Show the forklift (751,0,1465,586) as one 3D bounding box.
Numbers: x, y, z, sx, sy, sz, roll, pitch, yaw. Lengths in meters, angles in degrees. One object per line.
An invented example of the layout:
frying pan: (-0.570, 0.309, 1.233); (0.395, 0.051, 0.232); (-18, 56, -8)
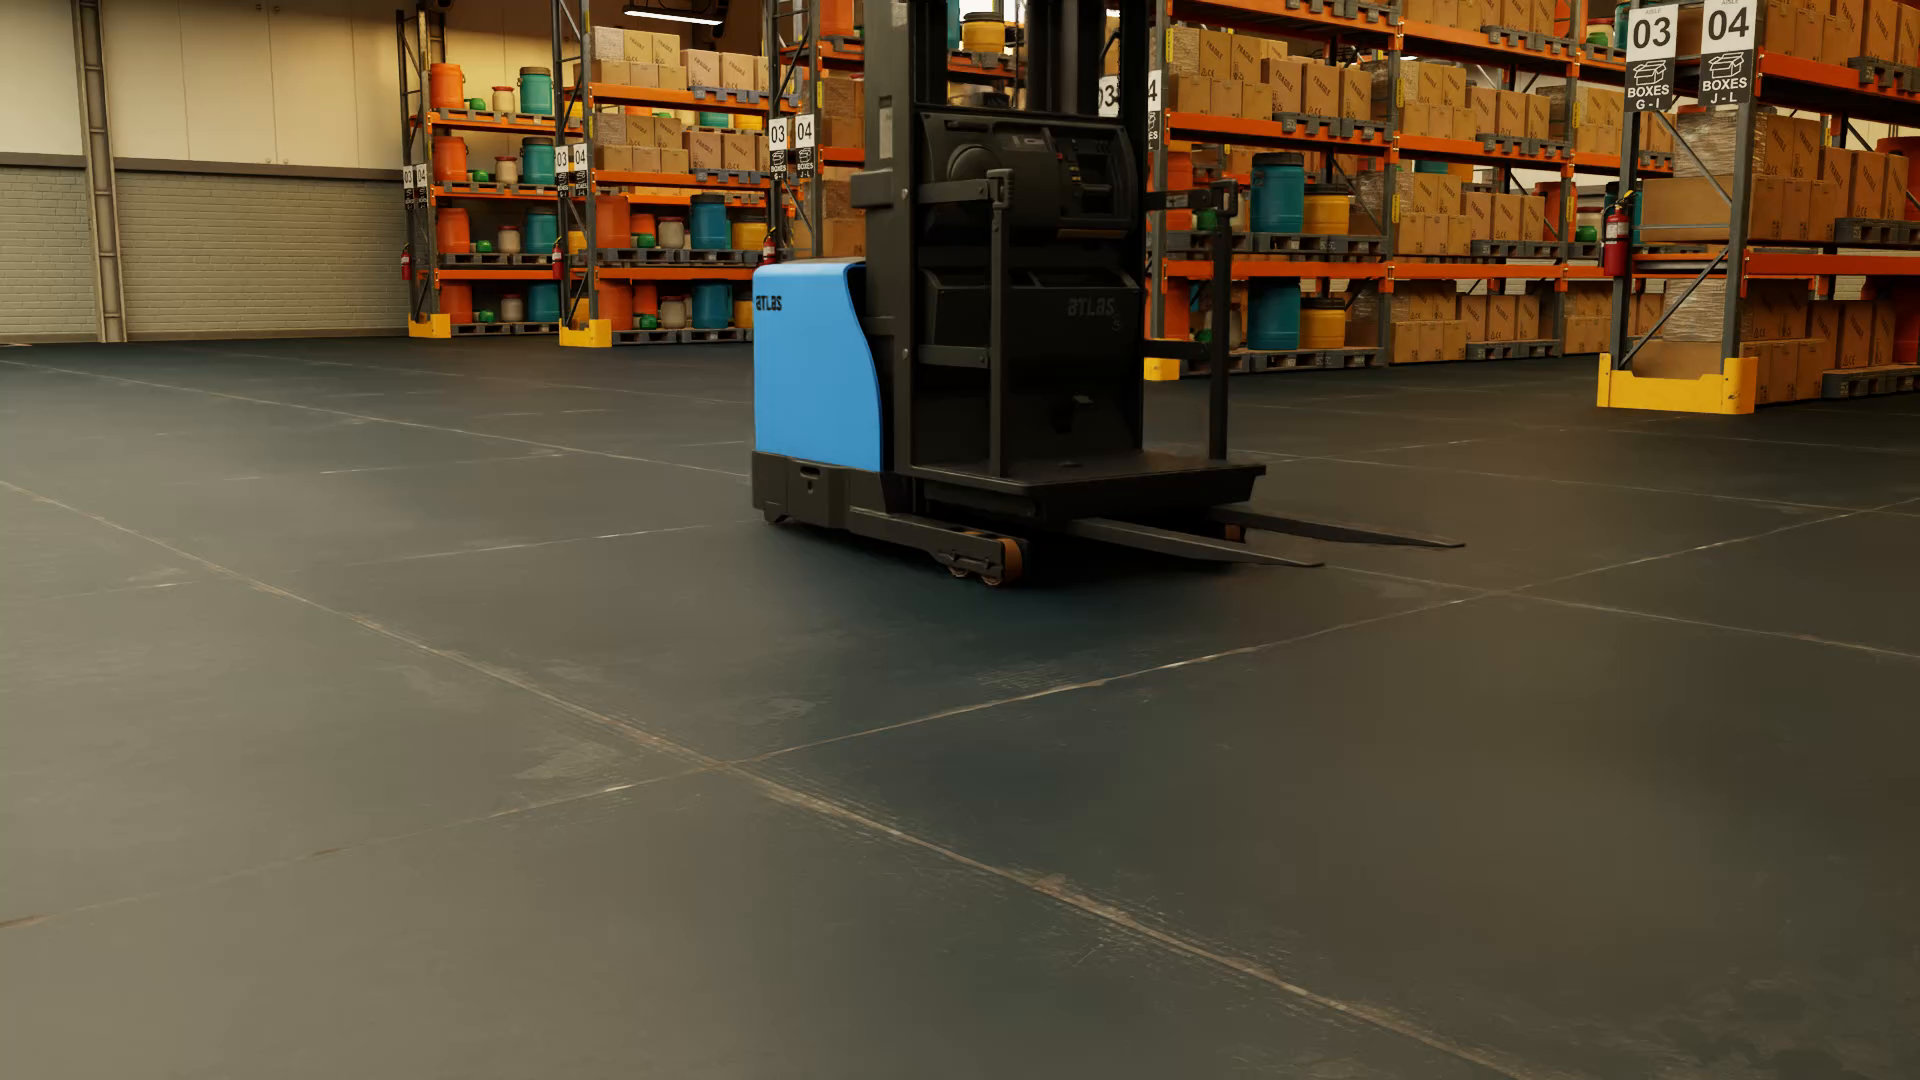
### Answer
forklift: (0.384, -1.377, 5.851); (1.130, 2.935, 3.031); (-6, 11, -34)
